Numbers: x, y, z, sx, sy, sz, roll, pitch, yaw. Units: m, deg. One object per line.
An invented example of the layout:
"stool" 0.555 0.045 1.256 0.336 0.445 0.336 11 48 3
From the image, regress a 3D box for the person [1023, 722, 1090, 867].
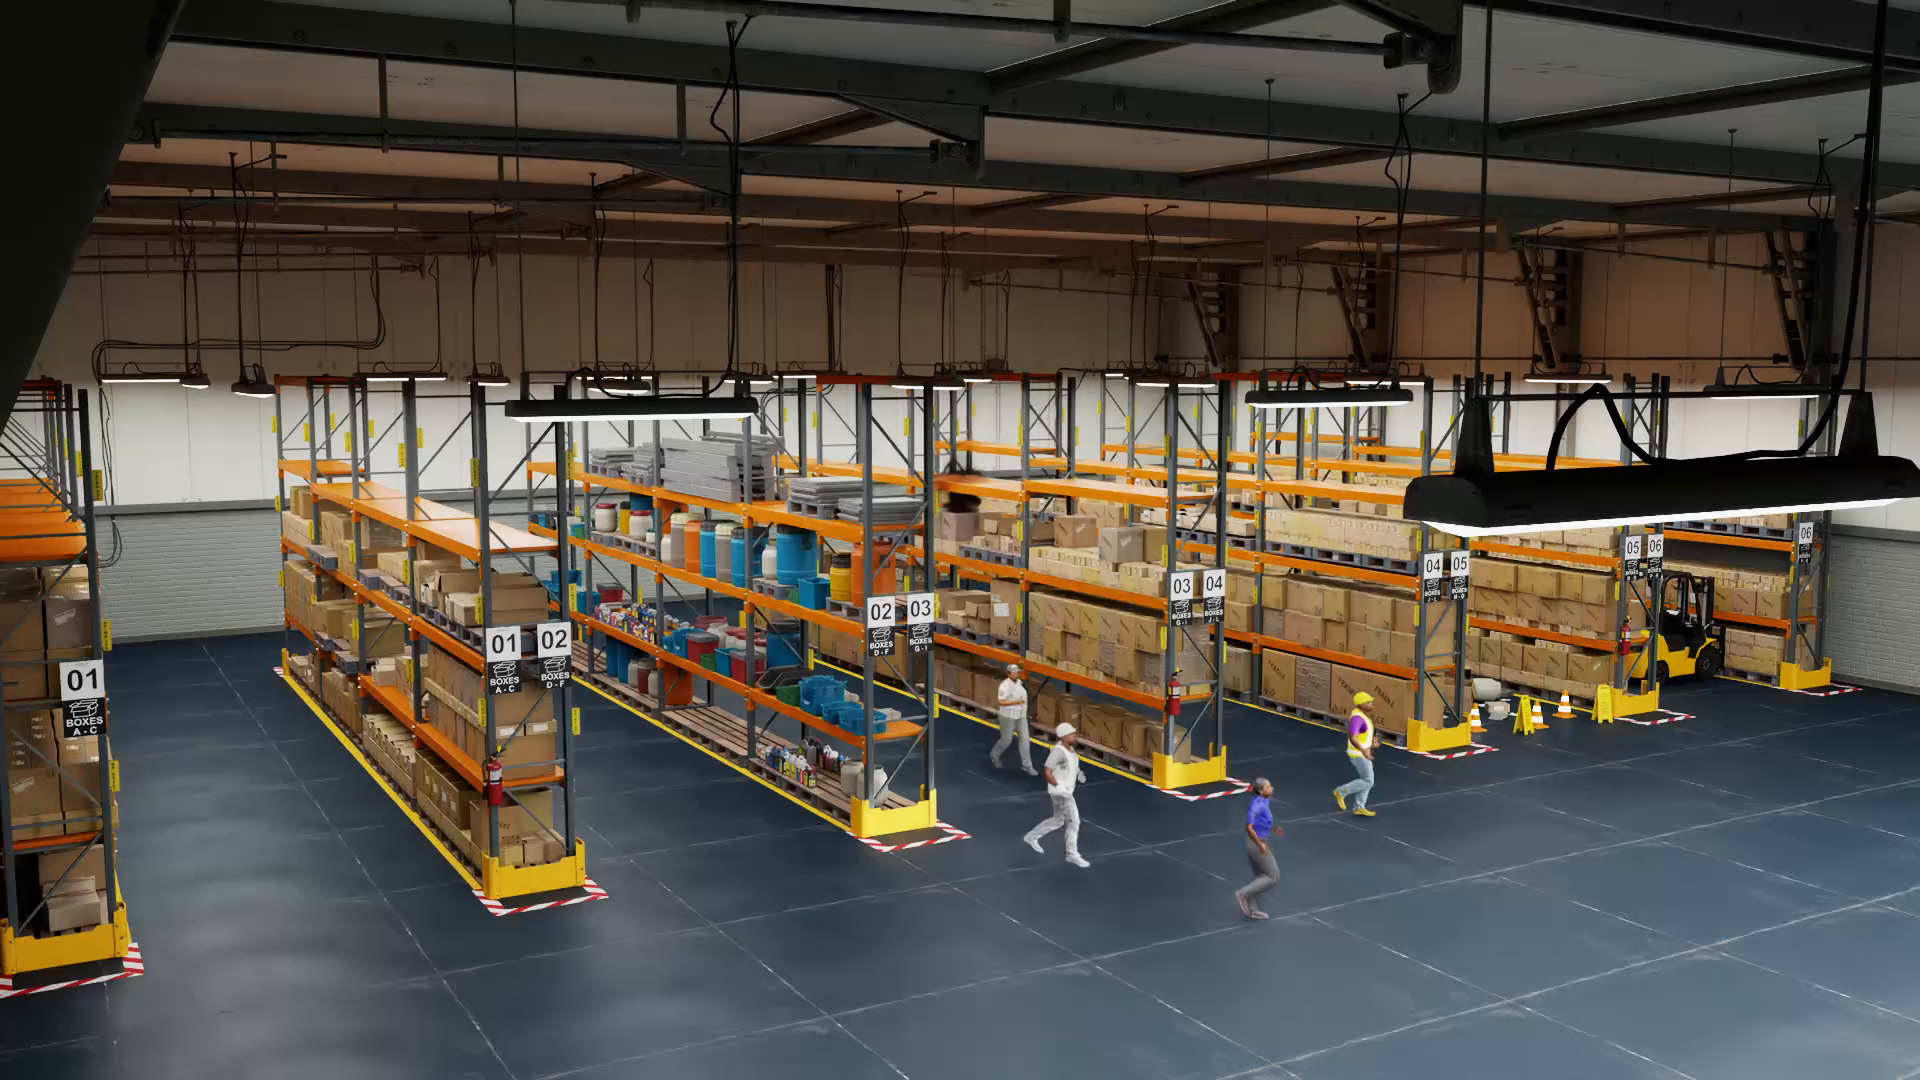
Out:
"person" 1.216 3.169 20.850 0.859 1.808 0.665 1 6 11

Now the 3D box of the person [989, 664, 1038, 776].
"person" 0.812 2.707 25.302 0.602 1.663 0.913 -5 8 -40

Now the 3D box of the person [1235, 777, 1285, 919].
"person" 3.399 3.479 18.821 0.578 1.624 0.567 0 6 3

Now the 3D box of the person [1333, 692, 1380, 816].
"person" 5.508 2.960 23.069 0.635 1.737 0.693 1 6 12
